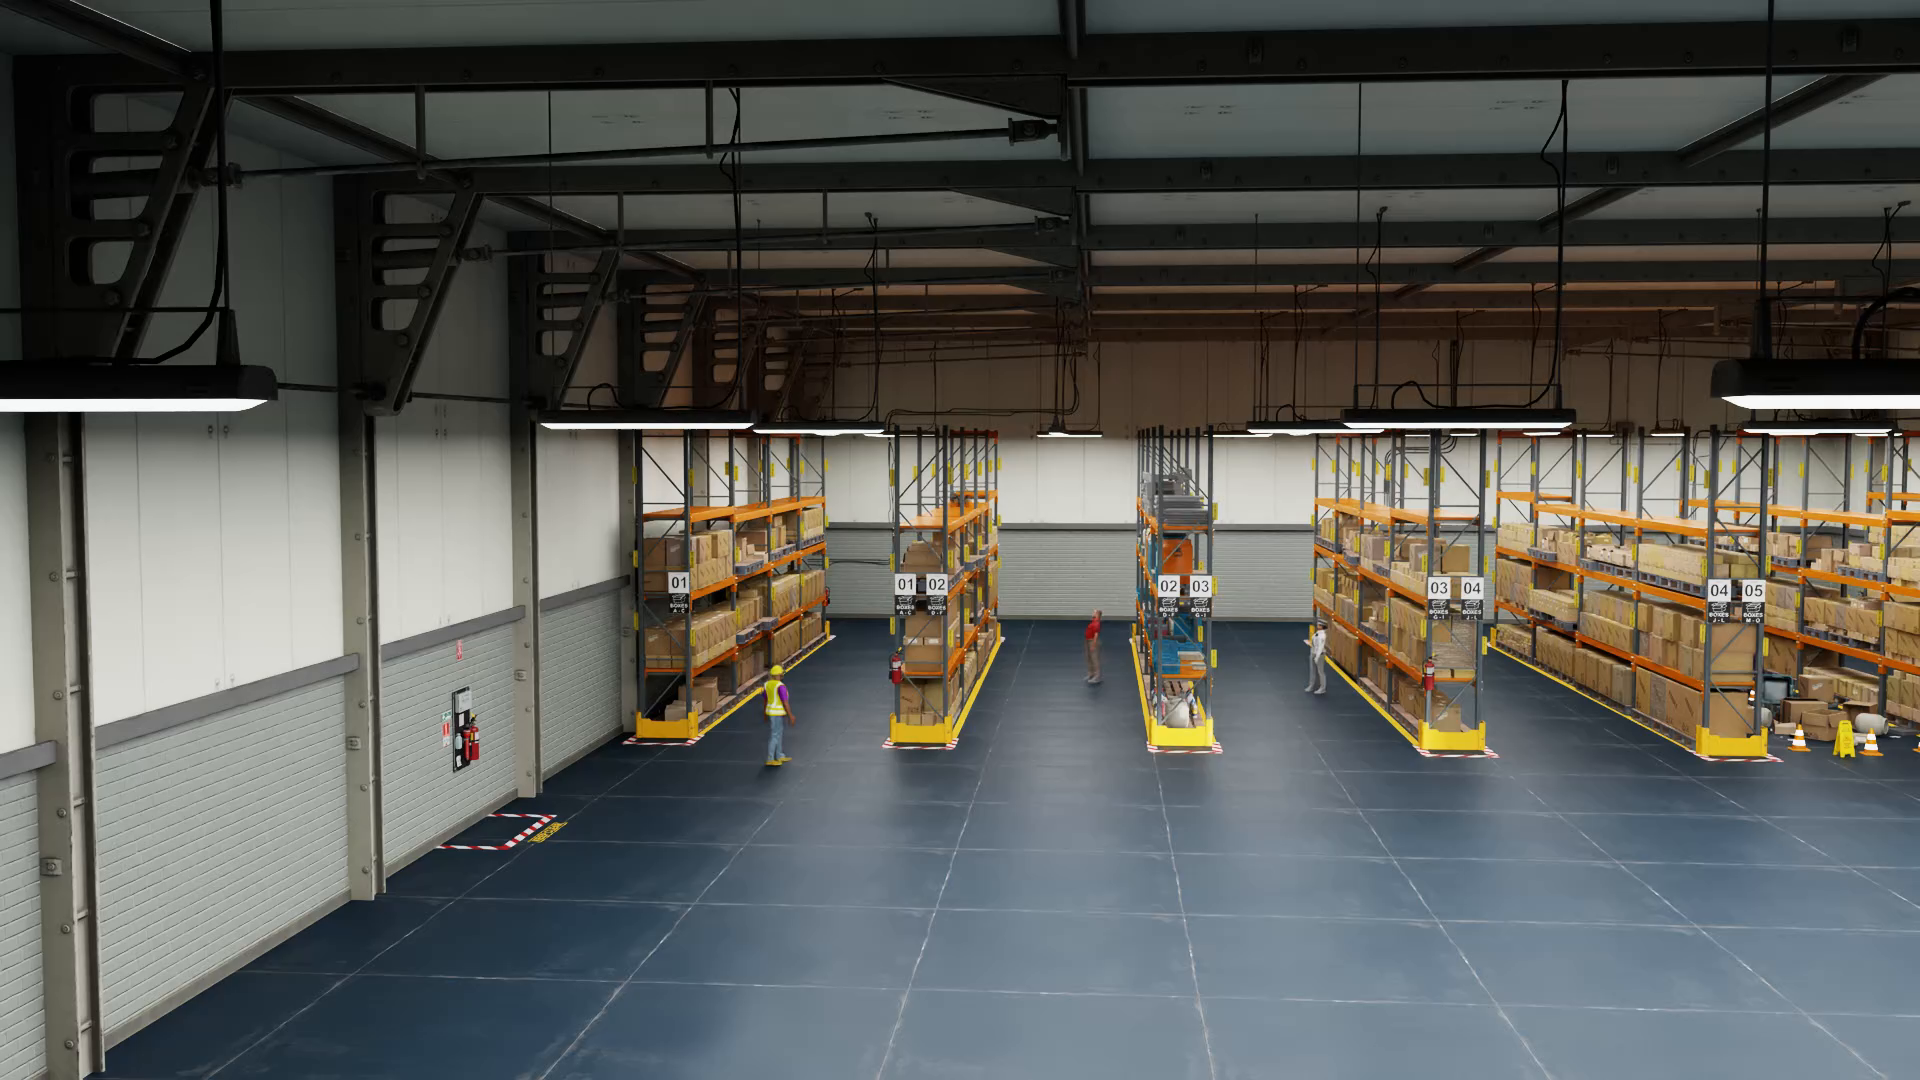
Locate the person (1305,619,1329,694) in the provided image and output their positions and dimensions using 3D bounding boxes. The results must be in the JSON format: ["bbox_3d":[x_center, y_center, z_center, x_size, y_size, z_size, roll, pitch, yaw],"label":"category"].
[{"bbox_3d":[8.098,2.617,37.683,0.458,1.676,0.539,-1,4,-17],"label":"person"}]

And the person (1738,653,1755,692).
[{"bbox_3d":[17.769,2.637,37.706,0.559,1.674,0.724,-1,3,-9],"label":"person"}]

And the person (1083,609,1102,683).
[{"bbox_3d":[3.162,2.495,39.392,0.416,1.721,0.599,-1,4,-18],"label":"person"}]

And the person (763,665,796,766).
[{"bbox_3d":[-3.160,3.088,29.316,0.568,1.756,0.599,-1,4,-23],"label":"person"}]
